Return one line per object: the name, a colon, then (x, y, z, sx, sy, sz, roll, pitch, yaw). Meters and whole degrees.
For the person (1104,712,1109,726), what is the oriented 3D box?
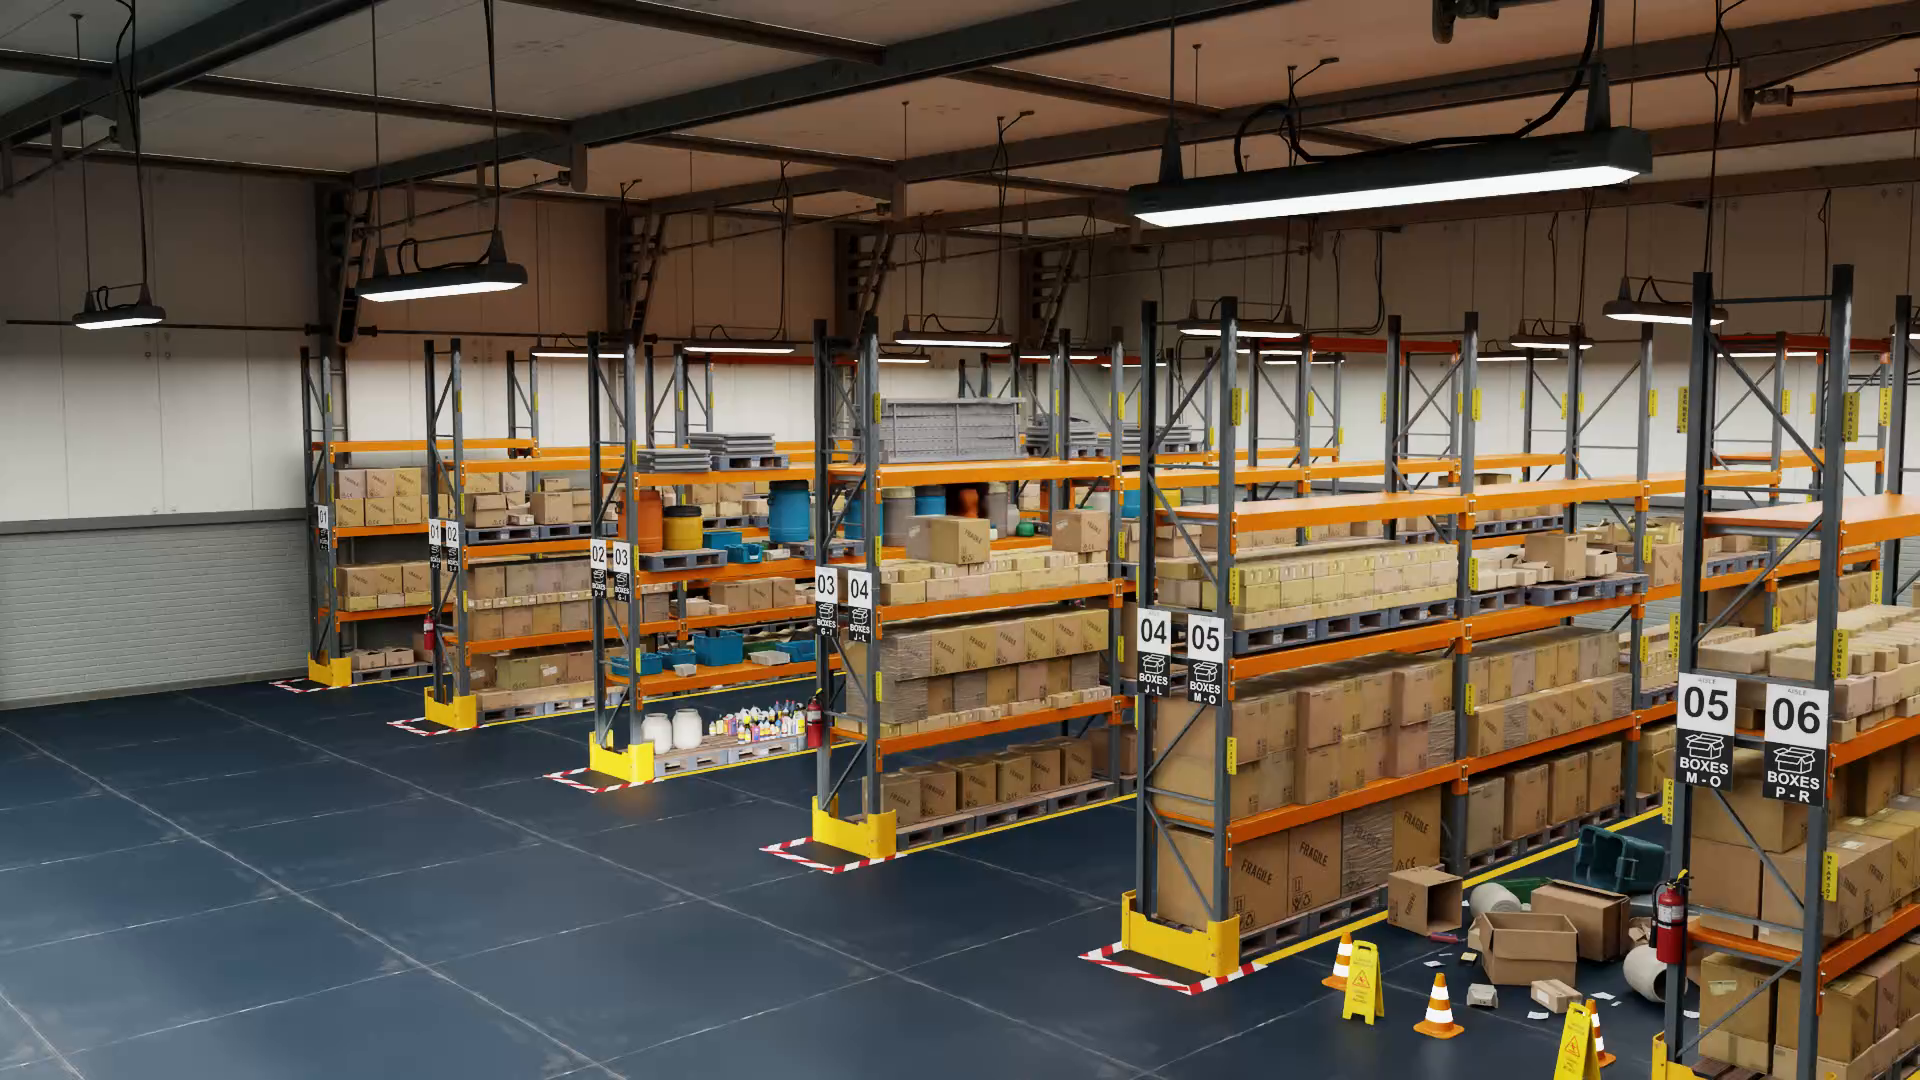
person: (2.134, 1.959, 24.372, 0.490, 1.673, 0.699, 4, 7, 41)
